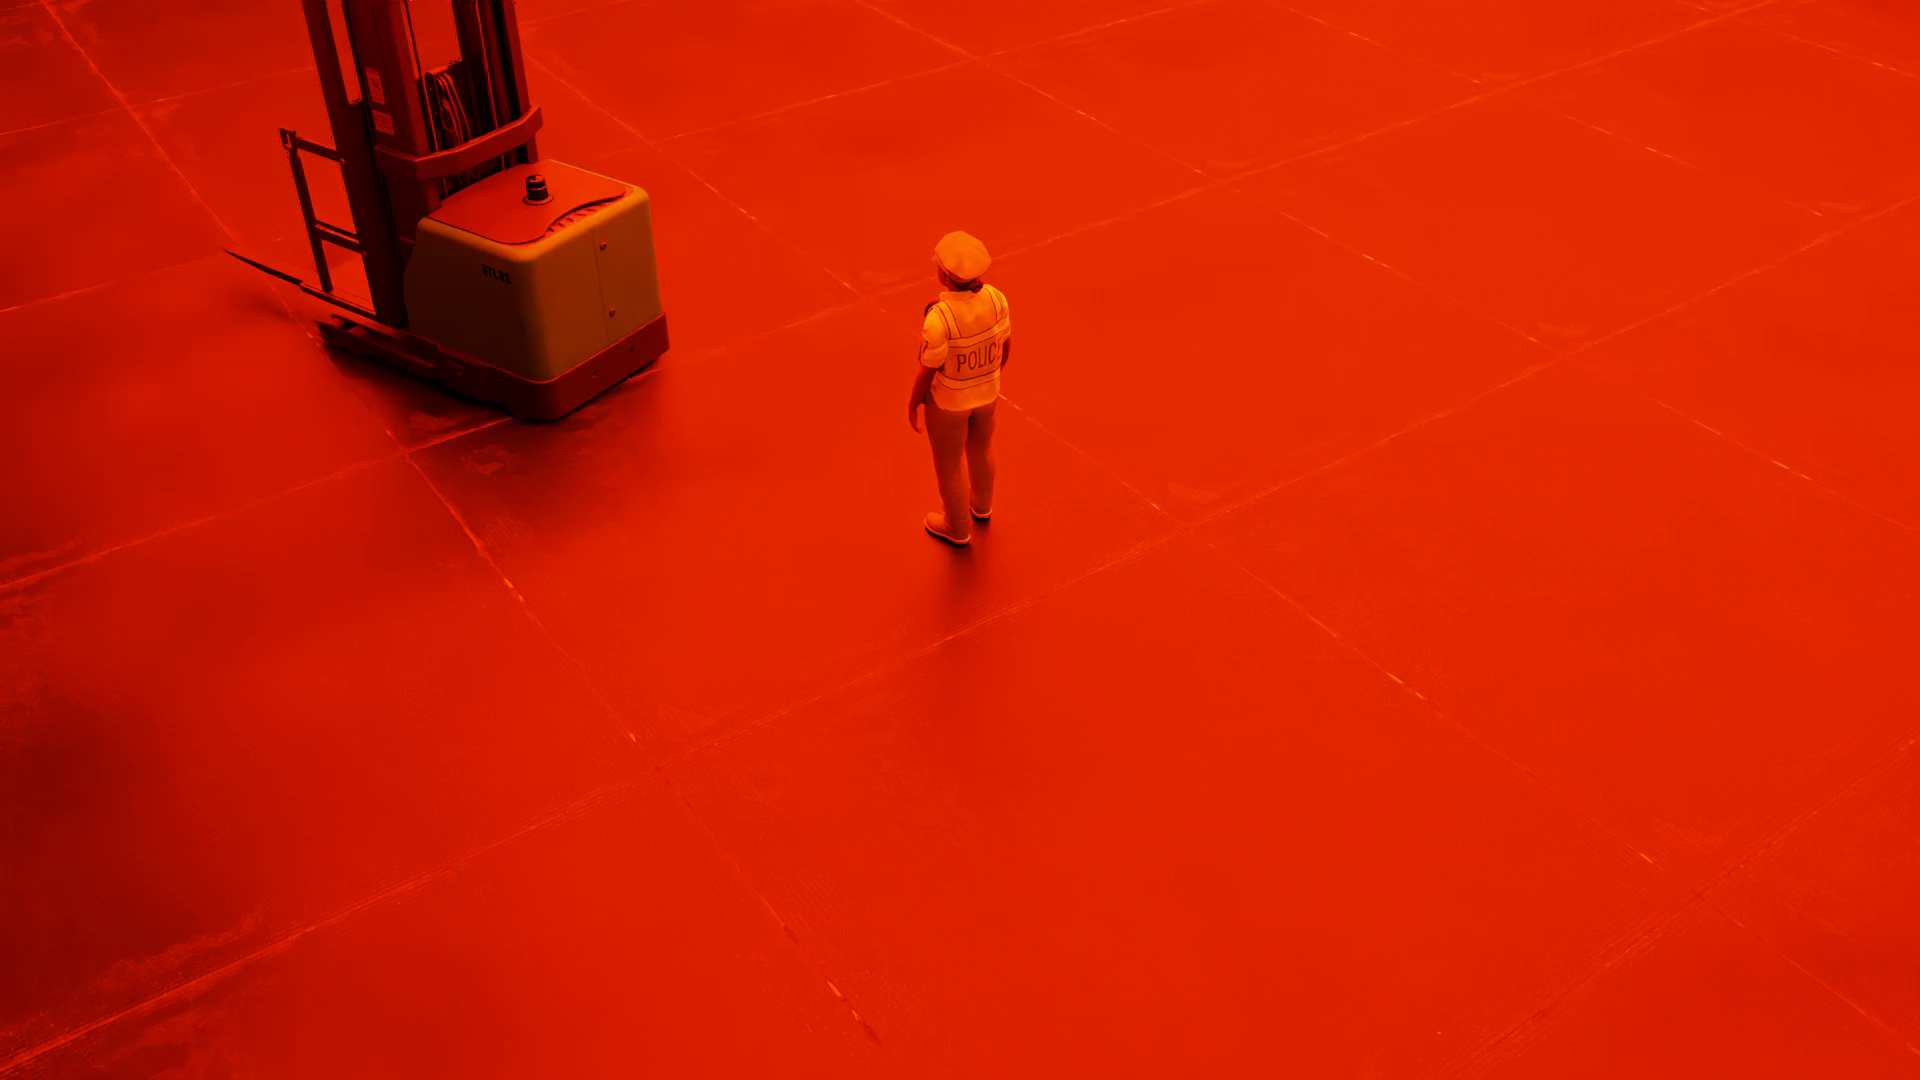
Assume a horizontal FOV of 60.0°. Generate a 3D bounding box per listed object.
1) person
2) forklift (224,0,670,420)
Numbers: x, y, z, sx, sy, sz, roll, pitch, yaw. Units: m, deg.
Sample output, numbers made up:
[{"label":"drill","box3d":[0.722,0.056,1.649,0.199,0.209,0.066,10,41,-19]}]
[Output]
[{"label":"person","box3d":[-0.027,-0.731,7.960,0.568,1.697,0.528,-23,42,-28]},{"label":"forklift","box3d":[-3.226,-2.516,9.347,3.031,2.935,1.130,22,42,27]}]
